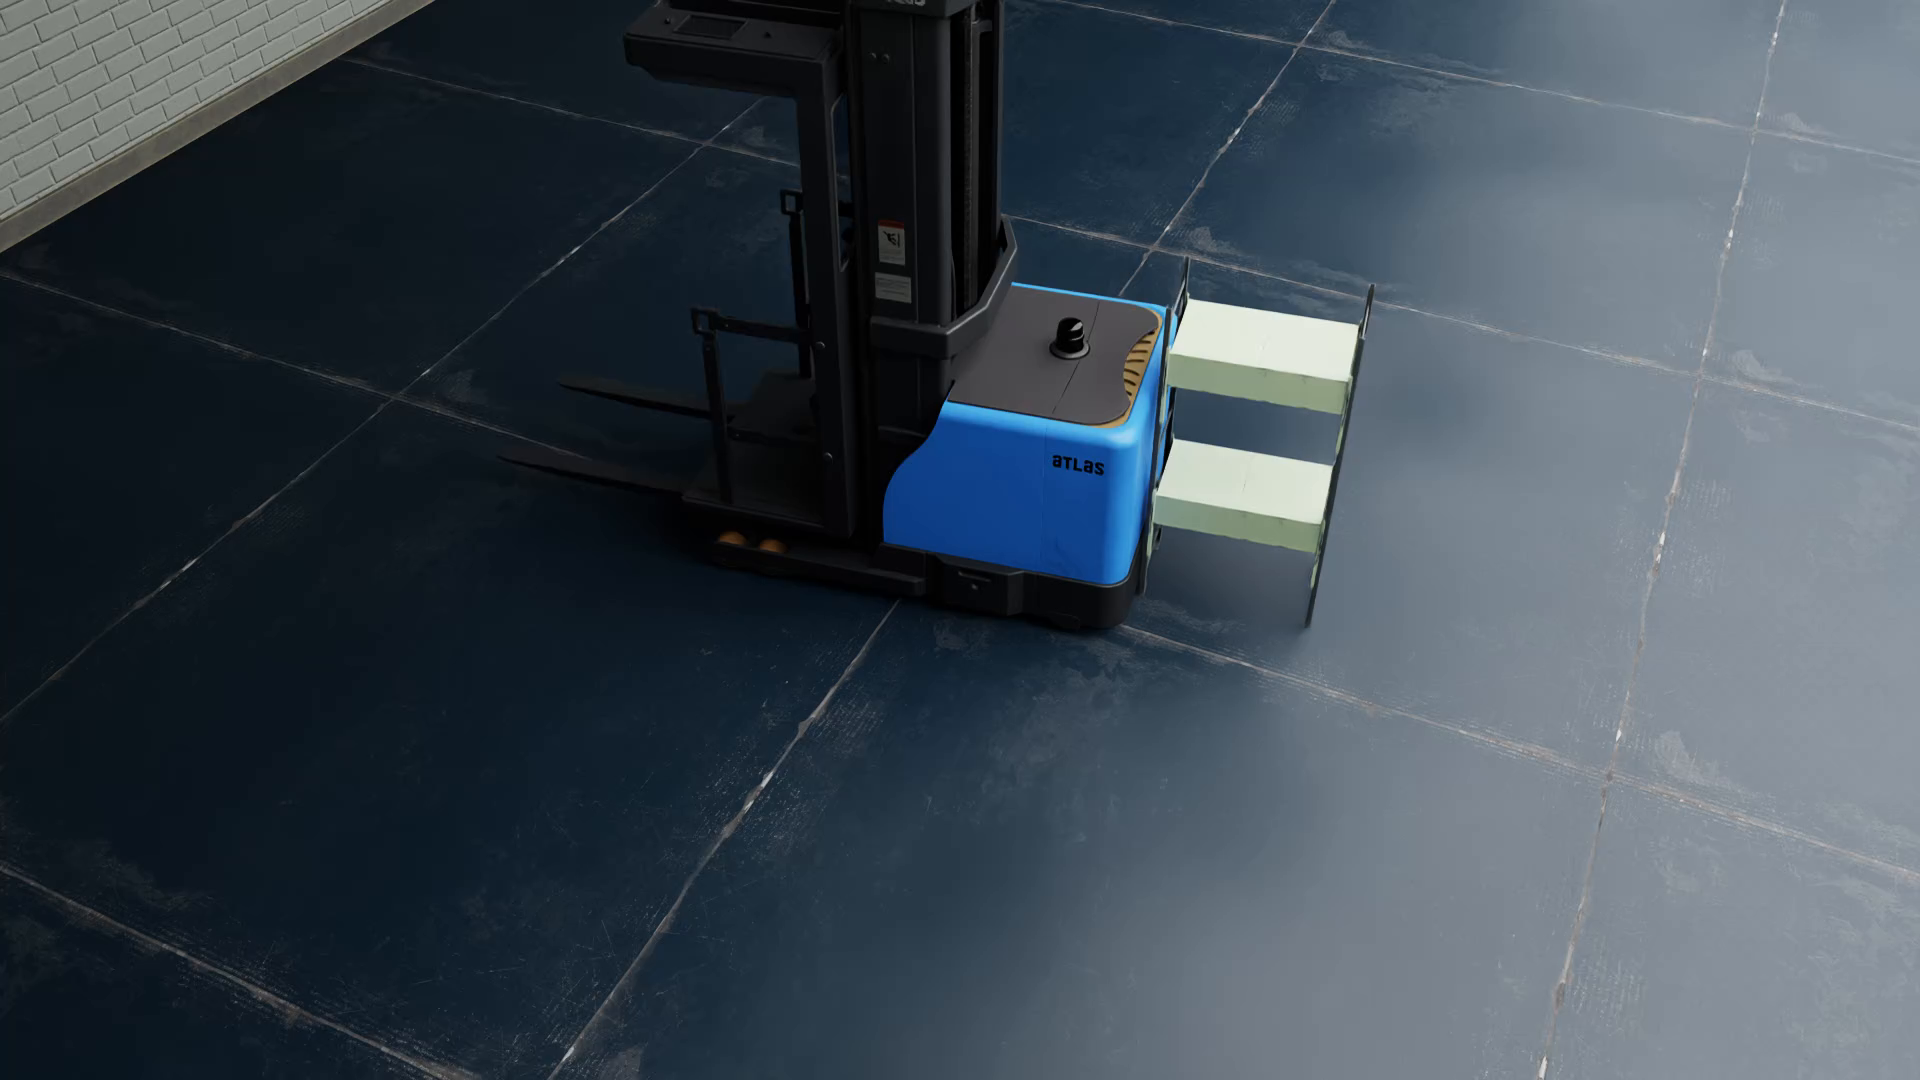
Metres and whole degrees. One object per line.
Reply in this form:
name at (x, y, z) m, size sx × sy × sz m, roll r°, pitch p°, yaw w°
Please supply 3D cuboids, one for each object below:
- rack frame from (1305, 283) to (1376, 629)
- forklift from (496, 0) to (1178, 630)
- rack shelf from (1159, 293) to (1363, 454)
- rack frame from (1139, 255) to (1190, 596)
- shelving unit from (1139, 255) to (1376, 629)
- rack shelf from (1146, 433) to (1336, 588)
rack frame at (1.559, -0.311, 6.847) m, size 0.023 × 1.500 × 0.400 m, roll 11°, pitch 42°, yaw 12°
forklift at (-0.620, -1.267, 6.858) m, size 3.031 × 2.935 × 1.130 m, roll 11°, pitch 42°, yaw 12°
rack shelf at (1.207, -0.673, 6.669) m, size 0.720 × 0.370 × 0.431 m, roll 11°, pitch 42°, yaw 12°
rack frame at (0.856, -0.445, 7.003) m, size 0.023 × 1.500 × 0.400 m, roll 11°, pitch 42°, yaw 12°
shelving unit at (1.207, -0.378, 6.925) m, size 0.755 × 1.500 × 0.431 m, roll 11°, pitch 42°, yaw 12°
rack shelf at (1.207, -0.132, 7.139) m, size 0.720 × 0.370 × 0.431 m, roll 11°, pitch 42°, yaw 12°
